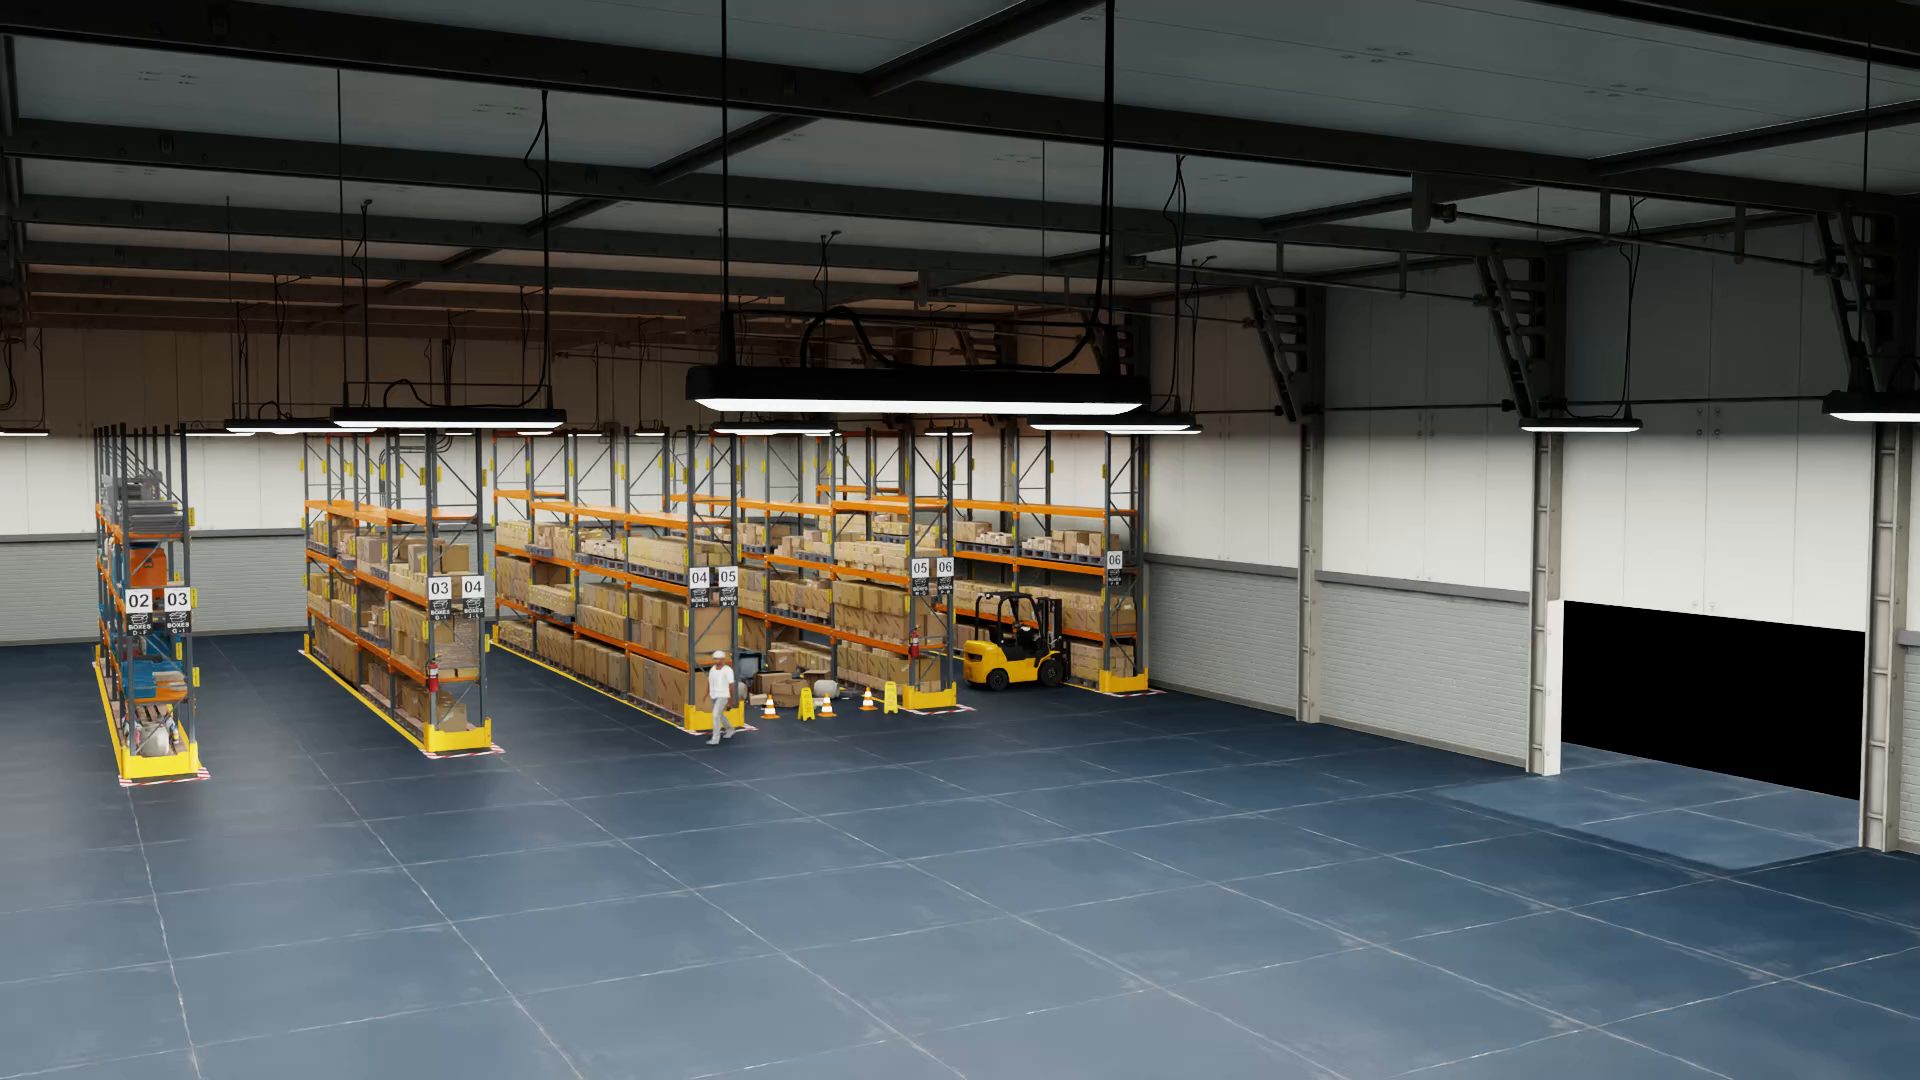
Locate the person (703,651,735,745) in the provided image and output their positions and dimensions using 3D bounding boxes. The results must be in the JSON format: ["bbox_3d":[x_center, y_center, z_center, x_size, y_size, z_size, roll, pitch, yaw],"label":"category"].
[{"bbox_3d":[-4.546,2.958,31.422,0.564,1.738,0.888,3,5,45],"label":"person"}]
